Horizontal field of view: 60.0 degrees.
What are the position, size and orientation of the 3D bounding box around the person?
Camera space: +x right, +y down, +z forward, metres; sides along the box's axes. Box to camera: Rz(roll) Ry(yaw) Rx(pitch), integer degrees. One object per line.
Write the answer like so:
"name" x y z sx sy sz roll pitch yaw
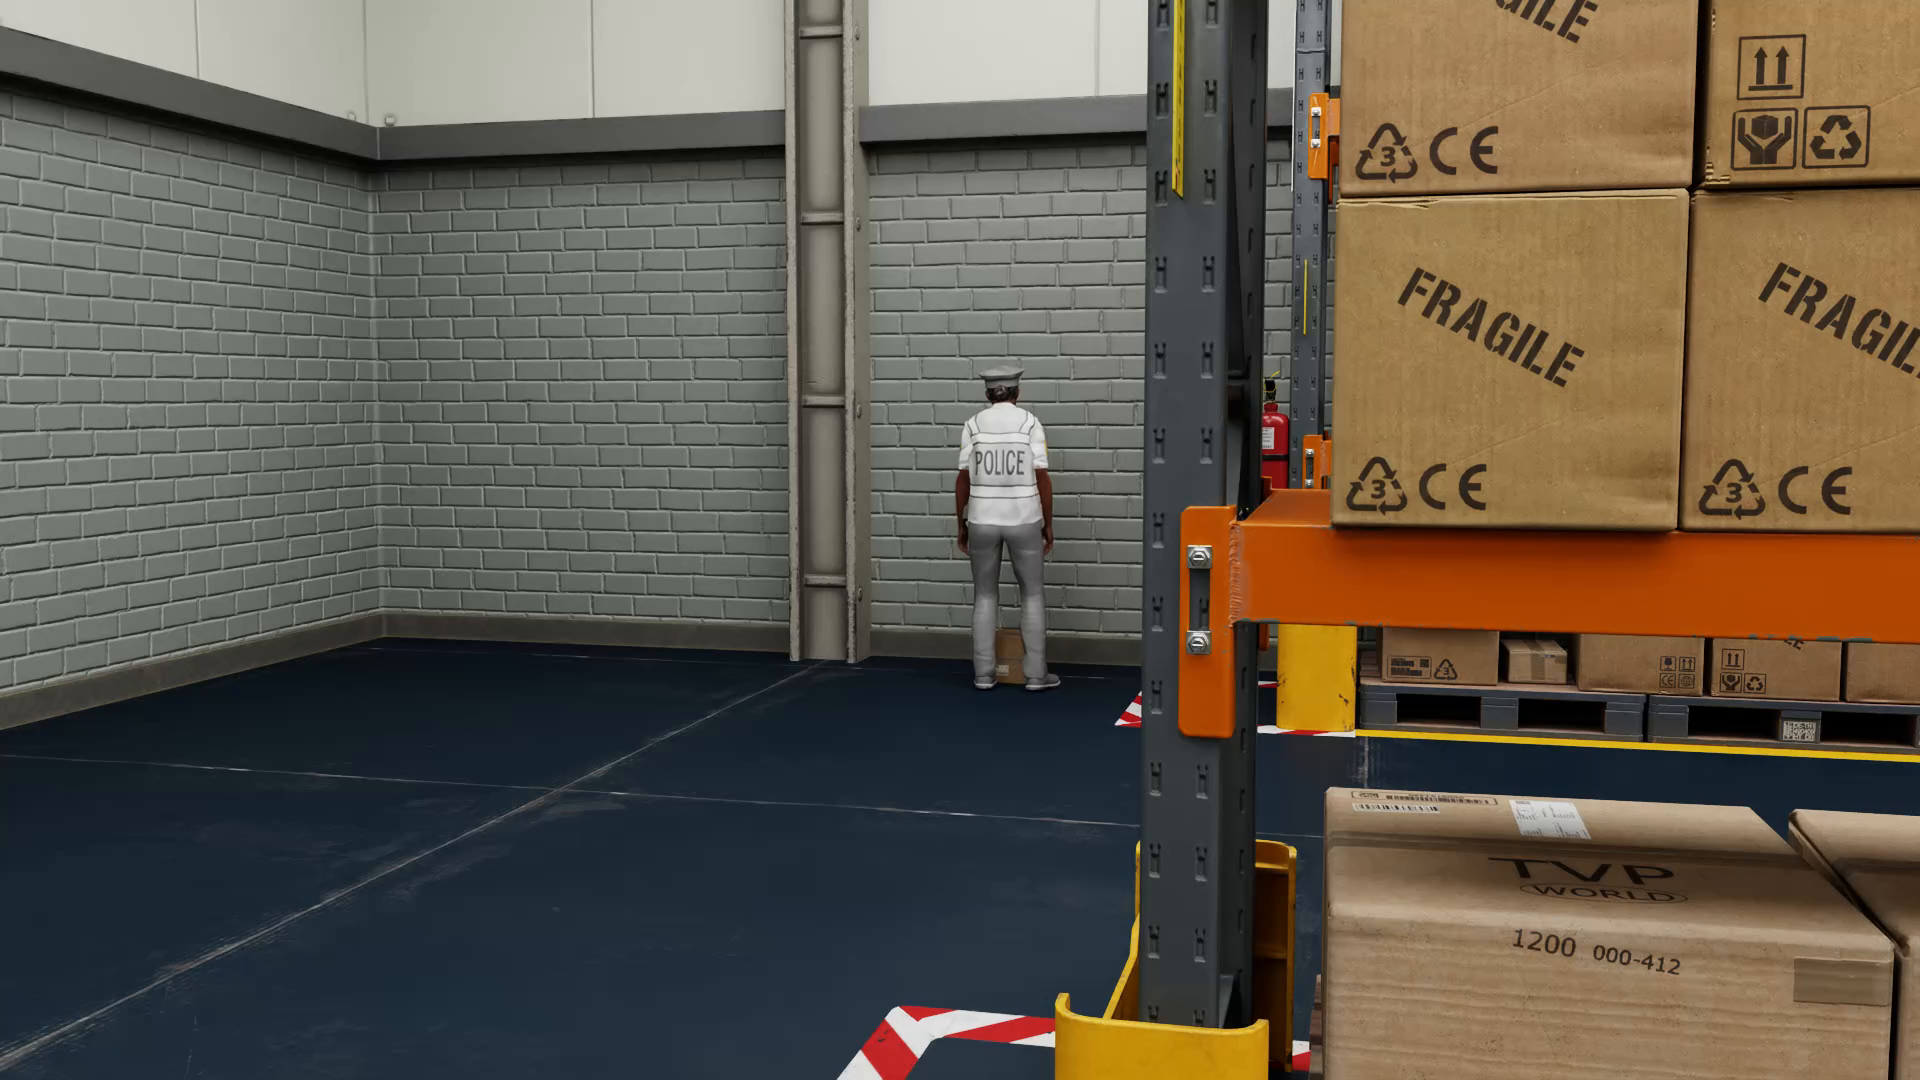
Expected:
"person" 0.243 -0.064 8.513 0.531 1.661 0.397 1 5 10
